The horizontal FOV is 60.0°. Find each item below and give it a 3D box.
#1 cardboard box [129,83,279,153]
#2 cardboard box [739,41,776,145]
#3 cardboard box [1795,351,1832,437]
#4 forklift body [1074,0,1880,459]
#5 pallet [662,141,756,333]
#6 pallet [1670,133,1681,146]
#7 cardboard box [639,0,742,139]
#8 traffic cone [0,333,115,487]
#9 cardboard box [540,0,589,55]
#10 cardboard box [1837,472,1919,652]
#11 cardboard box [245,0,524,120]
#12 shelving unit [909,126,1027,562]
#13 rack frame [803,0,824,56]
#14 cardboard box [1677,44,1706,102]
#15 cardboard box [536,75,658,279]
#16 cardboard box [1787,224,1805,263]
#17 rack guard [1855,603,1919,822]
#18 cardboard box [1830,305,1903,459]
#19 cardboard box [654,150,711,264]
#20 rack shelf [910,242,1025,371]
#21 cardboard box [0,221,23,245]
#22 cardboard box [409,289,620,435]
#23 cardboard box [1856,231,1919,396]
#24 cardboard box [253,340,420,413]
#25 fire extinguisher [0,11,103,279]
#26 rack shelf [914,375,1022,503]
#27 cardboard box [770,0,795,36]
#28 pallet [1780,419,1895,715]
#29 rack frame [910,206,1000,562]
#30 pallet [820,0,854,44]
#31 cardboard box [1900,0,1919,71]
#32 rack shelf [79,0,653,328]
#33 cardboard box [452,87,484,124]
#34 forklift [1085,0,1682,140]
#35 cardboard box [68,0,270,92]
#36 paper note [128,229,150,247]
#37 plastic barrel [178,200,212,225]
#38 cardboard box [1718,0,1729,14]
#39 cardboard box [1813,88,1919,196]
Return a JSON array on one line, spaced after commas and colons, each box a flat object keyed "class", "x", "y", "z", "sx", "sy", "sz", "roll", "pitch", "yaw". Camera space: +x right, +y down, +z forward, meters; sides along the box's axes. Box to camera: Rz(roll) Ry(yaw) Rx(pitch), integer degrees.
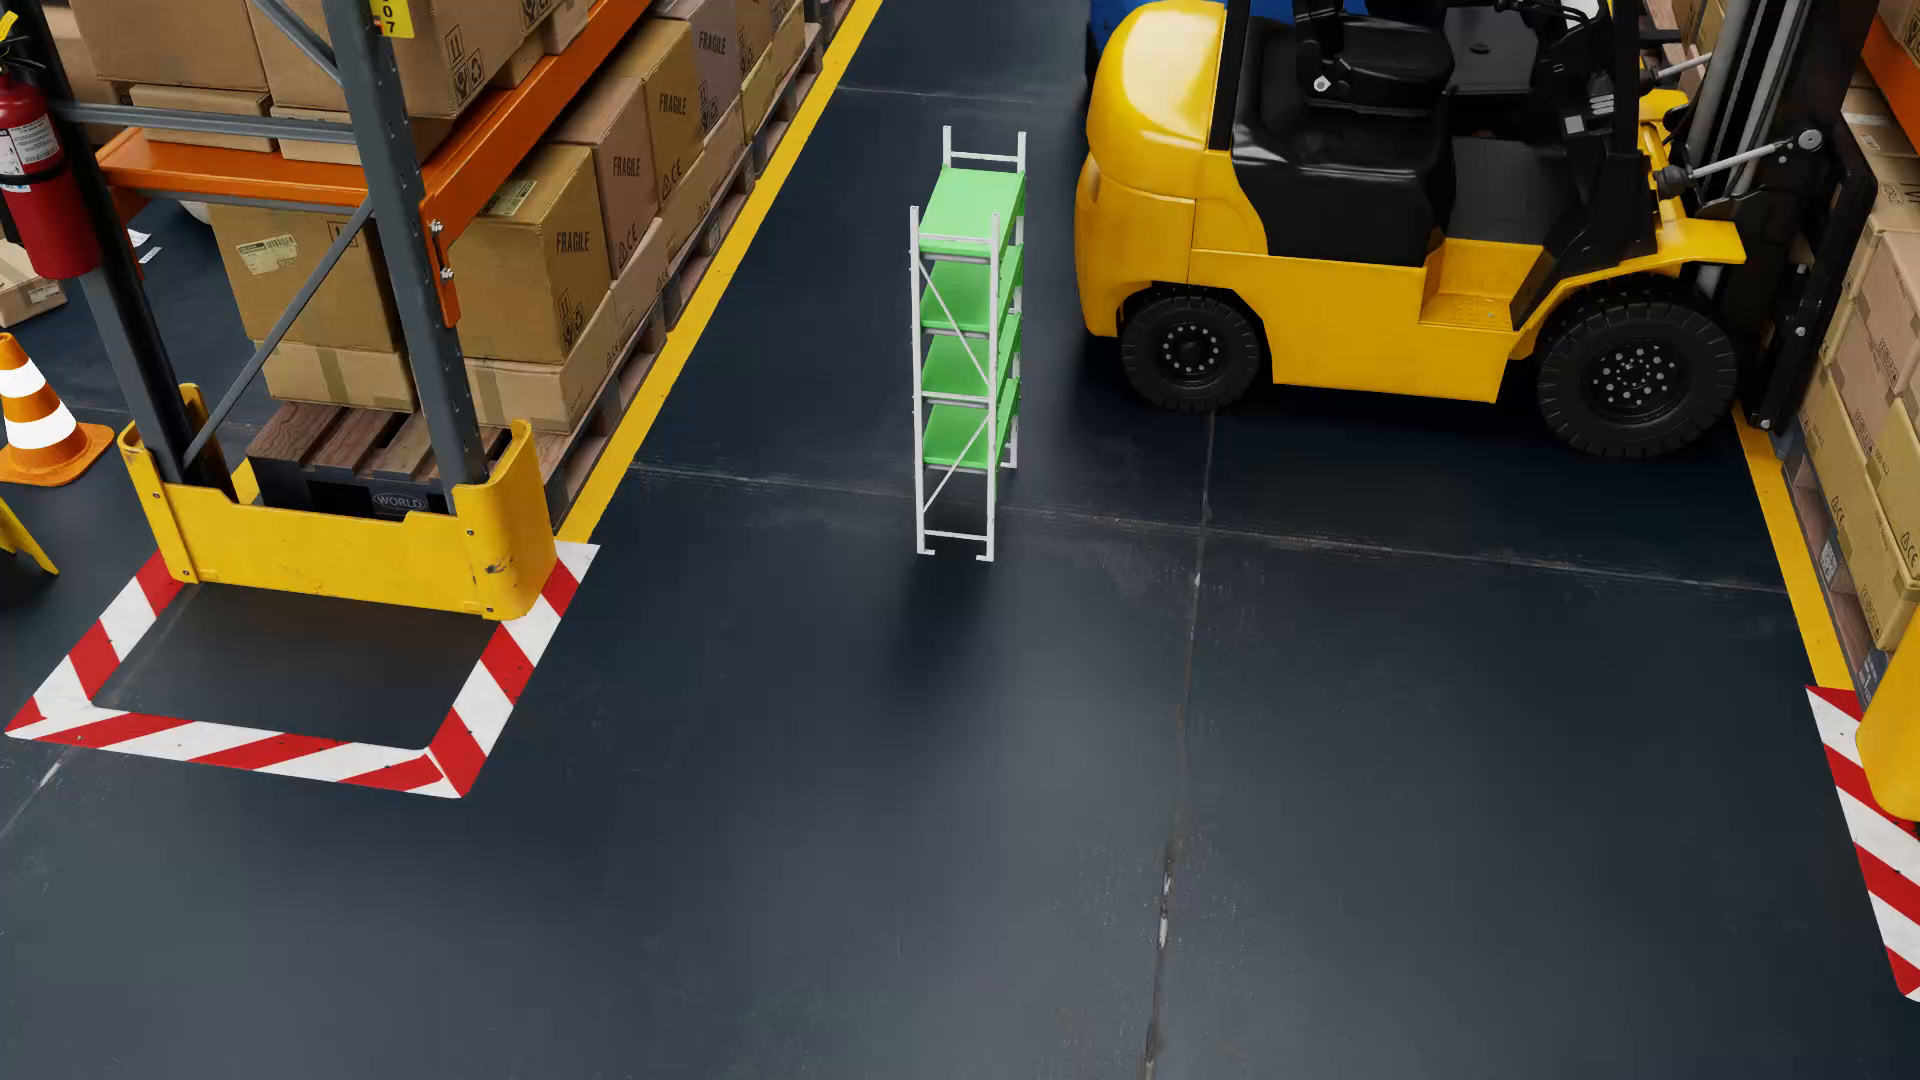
[{"class": "cardboard box", "x": -2.007, "y": -1.195, "z": 4.538, "sx": 0.380, "sy": 0.149, "sz": 0.250, "roll": 8, "pitch": 40, "yaw": 9}, {"class": "cardboard box", "x": -1.088, "y": -1.910, "z": 7.034, "sx": 0.500, "sy": 0.250, "sz": 0.500, "roll": 5, "pitch": 40, "yaw": 6}, {"class": "cardboard box", "x": 2.990, "y": -0.544, "z": 5.382, "sx": 0.500, "sy": 0.250, "sz": 0.500, "roll": 7, "pitch": 40, "yaw": 8}, {"class": "forklift body", "x": 1.560, "y": -1.552, "z": 5.439, "sx": 2.313, "sy": 2.155, "sz": 1.214, "roll": 6, "pitch": 40, "yaw": 8}, {"class": "pallet", "x": -1.459, "y": -1.275, "z": 6.627, "sx": 1.003, "sy": 0.211, "sz": 1.213, "roll": 6, "pitch": 40, "yaw": 8}, {"class": "pallet", "x": 3.542, "y": -1.429, "z": 6.813, "sx": 1.003, "sy": 0.211, "sz": 1.213, "roll": 6, "pitch": 40, "yaw": 8}, {"class": "cardboard box", "x": -1.180, "y": -1.894, "z": 6.426, "sx": 0.500, "sy": 0.500, "sz": 0.500, "roll": 8, "pitch": 40, "yaw": 10}, {"class": "traffic cone", "x": -3.057, "y": -0.467, "z": 5.452, "sx": 0.336, "sy": 0.463, "sz": 0.334, "roll": 6, "pitch": 40, "yaw": 8}, {"class": "cardboard box", "x": -1.353, "y": -1.598, "z": 5.026, "sx": 0.380, "sy": 0.149, "sz": 0.250, "roll": 7, "pitch": 40, "yaw": 8}, {"class": "cardboard box", "x": 2.799, "y": 0.080, "z": 4.627, "sx": 0.500, "sy": 0.250, "sz": 0.500, "roll": 7, "pitch": 40, "yaw": 8}, {"class": "cardboard box", "x": -1.506, "y": -1.453, "z": 4.341, "sx": 0.500, "sy": 0.500, "sz": 0.500, "roll": 6, "pitch": 40, "yaw": 7}, {"class": "shelving unit", "x": 0.029, "y": -0.566, "z": 4.993, "sx": 0.258, "sy": 1.200, "sz": 0.503, "roll": 6, "pitch": 40, "yaw": 8}, {"class": "rack frame", "x": -1.169, "y": -3.543, "z": 7.182, "sx": 1.000, "sy": 3.000, "sz": 0.127, "roll": 6, "pitch": 40, "yaw": 8}, {"class": "cardboard box", "x": 3.311, "y": -1.833, "z": 6.942, "sx": 0.500, "sy": 0.250, "sz": 0.500, "roll": 7, "pitch": 40, "yaw": 8}, {"class": "cardboard box", "x": -1.359, "y": -1.244, "z": 5.640, "sx": 0.500, "sy": 0.500, "sz": 0.500, "roll": 5, "pitch": 40, "yaw": 6}, {"class": "cardboard box", "x": 3.061, "y": -1.076, "z": 5.634, "sx": 0.500, "sy": 0.250, "sz": 0.500, "roll": 6, "pitch": 40, "yaw": 8}, {"class": "rack guard", "x": 3.025, "y": 0.490, "z": 4.265, "sx": 1.175, "sy": 0.500, "sz": 0.348, "roll": 6, "pitch": 40, "yaw": 8}, {"class": "cardboard box", "x": 2.902, "y": -0.436, "z": 4.860, "sx": 0.500, "sy": 0.250, "sz": 0.500, "roll": 6, "pitch": 40, "yaw": 7}, {"class": "cardboard box", "x": -1.271, "y": -1.274, "z": 6.266, "sx": 0.500, "sy": 0.250, "sz": 0.500, "roll": 9, "pitch": 40, "yaw": 11}, {"class": "rack shelf", "x": 0.029, "y": -0.702, "z": 4.881, "sx": 0.258, "sy": 0.148, "sz": 0.480, "roll": 6, "pitch": 40, "yaw": 8}, {"class": "cardboard box", "x": -4.050, "y": -1.452, "z": 6.612, "sx": 0.797, "sy": 0.503, "sz": 0.637, "roll": -20, "pitch": 44, "yaw": -23}, {"class": "cardboard box", "x": -1.449, "y": -0.611, "z": 5.463, "sx": 0.500, "sy": 0.250, "sz": 0.500, "roll": 6, "pitch": 40, "yaw": 7}, {"class": "cardboard box", "x": 2.884, "y": -0.620, "z": 4.690, "sx": 0.500, "sy": 0.250, "sz": 0.500, "roll": 7, "pitch": 40, "yaw": 8}, {"class": "cardboard box", "x": -1.982, "y": -0.687, "z": 5.555, "sx": 0.500, "sy": 0.250, "sz": 0.500, "roll": 6, "pitch": 40, "yaw": 7}, {"class": "fire extinguisher", "x": -2.334, "y": -0.982, "z": 4.145, "sx": 0.296, "sy": 0.674, "sz": 0.183, "roll": 6, "pitch": 40, "yaw": 8}, {"class": "rack shelf", "x": 0.029, "y": -0.332, "z": 5.187, "sx": 0.258, "sy": 0.148, "sz": 0.480, "roll": 6, "pitch": 40, "yaw": 8}, {"class": "cardboard box", "x": -1.007, "y": -2.534, "z": 7.200, "sx": 0.500, "sy": 0.500, "sz": 0.500, "roll": 6, "pitch": 40, "yaw": 7}, {"class": "pallet", "x": 3.120, "y": 0.102, "z": 4.961, "sx": 1.003, "sy": 0.211, "sz": 1.213, "roll": 6, "pitch": 40, "yaw": 8}, {"class": "rack frame", "x": -0.014, "y": -0.413, "z": 4.808, "sx": 0.240, "sy": 1.200, "sz": 0.015, "roll": 6, "pitch": 40, "yaw": 8}, {"class": "pallet", "x": -1.035, "y": -2.957, "z": 8.661, "sx": 1.003, "sy": 0.211, "sz": 1.213, "roll": 6, "pitch": 40, "yaw": 8}, {"class": "cardboard box", "x": 3.042, "y": -1.511, "z": 4.645, "sx": 0.500, "sy": 0.500, "sz": 0.500, "roll": 6, "pitch": 40, "yaw": 7}, {"class": "rack shelf", "x": -1.515, "y": -2.011, "z": 5.893, "sx": 1.077, "sy": 0.370, "sz": 4.000, "roll": 6, "pitch": 40, "yaw": 8}, {"class": "cardboard box", "x": -1.569, "y": -1.287, "z": 4.649, "sx": 0.380, "sy": 0.149, "sz": 0.250, "roll": 7, "pitch": 40, "yaw": 8}, {"class": "forklift", "x": 2.127, "y": -3.060, "z": 6.651, "sx": 3.031, "sy": 2.935, "sz": 1.130, "roll": -2, "pitch": 40, "yaw": -3}, {"class": "cardboard box", "x": -2.038, "y": -1.557, "z": 4.468, "sx": 0.500, "sy": 0.500, "sz": 0.500, "roll": 6, "pitch": 40, "yaw": 7}, {"class": "paper note", "x": -3.363, "y": -1.214, "z": 6.703, "sx": 0.148, "sy": 0.019, "sz": 0.142, "roll": 20, "pitch": 44, "yaw": 23}, {"class": "plastic barrel", "x": -2.994, "y": -1.503, "z": 6.736, "sx": 0.421, "sy": 0.421, "sz": 0.512, "roll": -28, "pitch": 47, "yaw": -30}, {"class": "cardboard box", "x": 3.328, "y": -2.217, "z": 6.621, "sx": 0.500, "sy": 0.250, "sz": 0.500, "roll": 6, "pitch": 40, "yaw": 7}, {"class": "cardboard box", "x": 3.056, "y": -1.255, "z": 5.458, "sx": 0.500, "sy": 0.250, "sz": 0.500, "roll": 6, "pitch": 40, "yaw": 7}]
